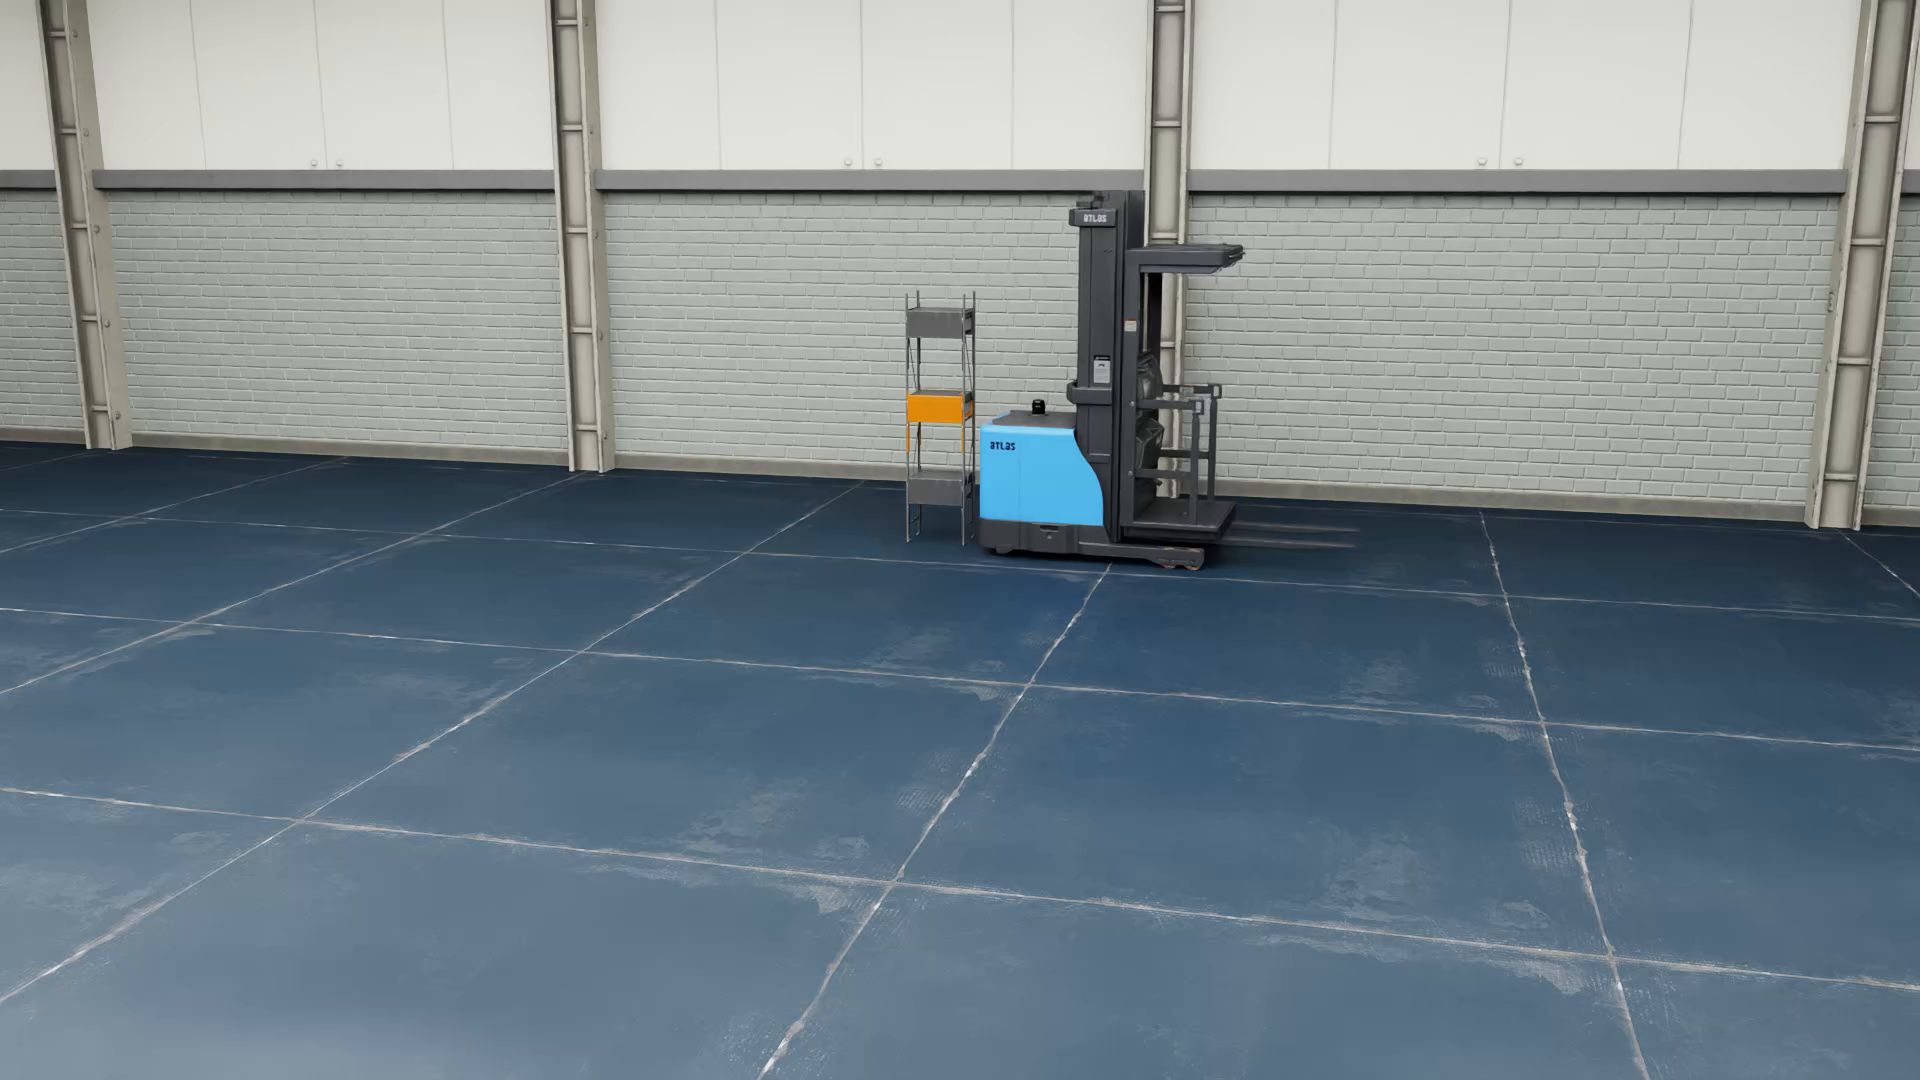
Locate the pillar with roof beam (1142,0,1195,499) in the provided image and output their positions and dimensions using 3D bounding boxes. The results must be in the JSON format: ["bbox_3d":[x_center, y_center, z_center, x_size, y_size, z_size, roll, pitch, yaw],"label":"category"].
[{"bbox_3d":[0.904,-3.927,11.156,0.400,9.000,9.100,3,13,14],"label":"pillar with roof beam"}]

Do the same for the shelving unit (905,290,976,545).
[{"bbox_3d":[-0.161,-1.034,14.045,0.503,2.100,0.431,3,13,14],"label":"shelving unit"}]

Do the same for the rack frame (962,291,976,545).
[{"bbox_3d":[0.076,-1.021,13.988,0.015,2.100,0.400,3,13,14],"label":"rack frame"}]

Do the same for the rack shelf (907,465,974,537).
[{"bbox_3d":[-0.161,-0.337,14.200,0.480,0.518,0.431,3,13,14],"label":"rack shelf"}]

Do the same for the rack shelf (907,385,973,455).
[{"bbox_3d":[-0.161,-1.020,14.048,0.480,0.518,0.431,3,13,14],"label":"rack shelf"}]

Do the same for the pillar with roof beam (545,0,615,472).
[{"bbox_3d":[-4.922,-4.238,12.559,0.400,9.000,9.100,3,13,14],"label":"pillar with roof beam"}]

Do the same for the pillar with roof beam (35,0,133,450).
[{"bbox_3d":[-10.747,-4.549,13.963,0.400,9.000,9.100,3,13,14],"label":"pillar with roof beam"}]

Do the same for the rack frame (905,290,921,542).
[{"bbox_3d":[-0.398,-1.046,14.102,0.015,2.100,0.400,3,13,14],"label":"rack frame"}]

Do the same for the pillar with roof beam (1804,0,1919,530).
[{"bbox_3d":[6.729,-3.615,9.753,0.400,9.000,9.100,3,13,14],"label":"pillar with roof beam"}]

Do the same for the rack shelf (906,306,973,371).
[{"bbox_3d":[-0.161,-1.704,13.896,0.480,0.518,0.431,3,13,14],"label":"rack shelf"}]

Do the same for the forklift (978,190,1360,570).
[{"bbox_3d":[1.723,-1.320,13.417,3.031,2.935,1.130,4,13,16],"label":"forklift"}]
